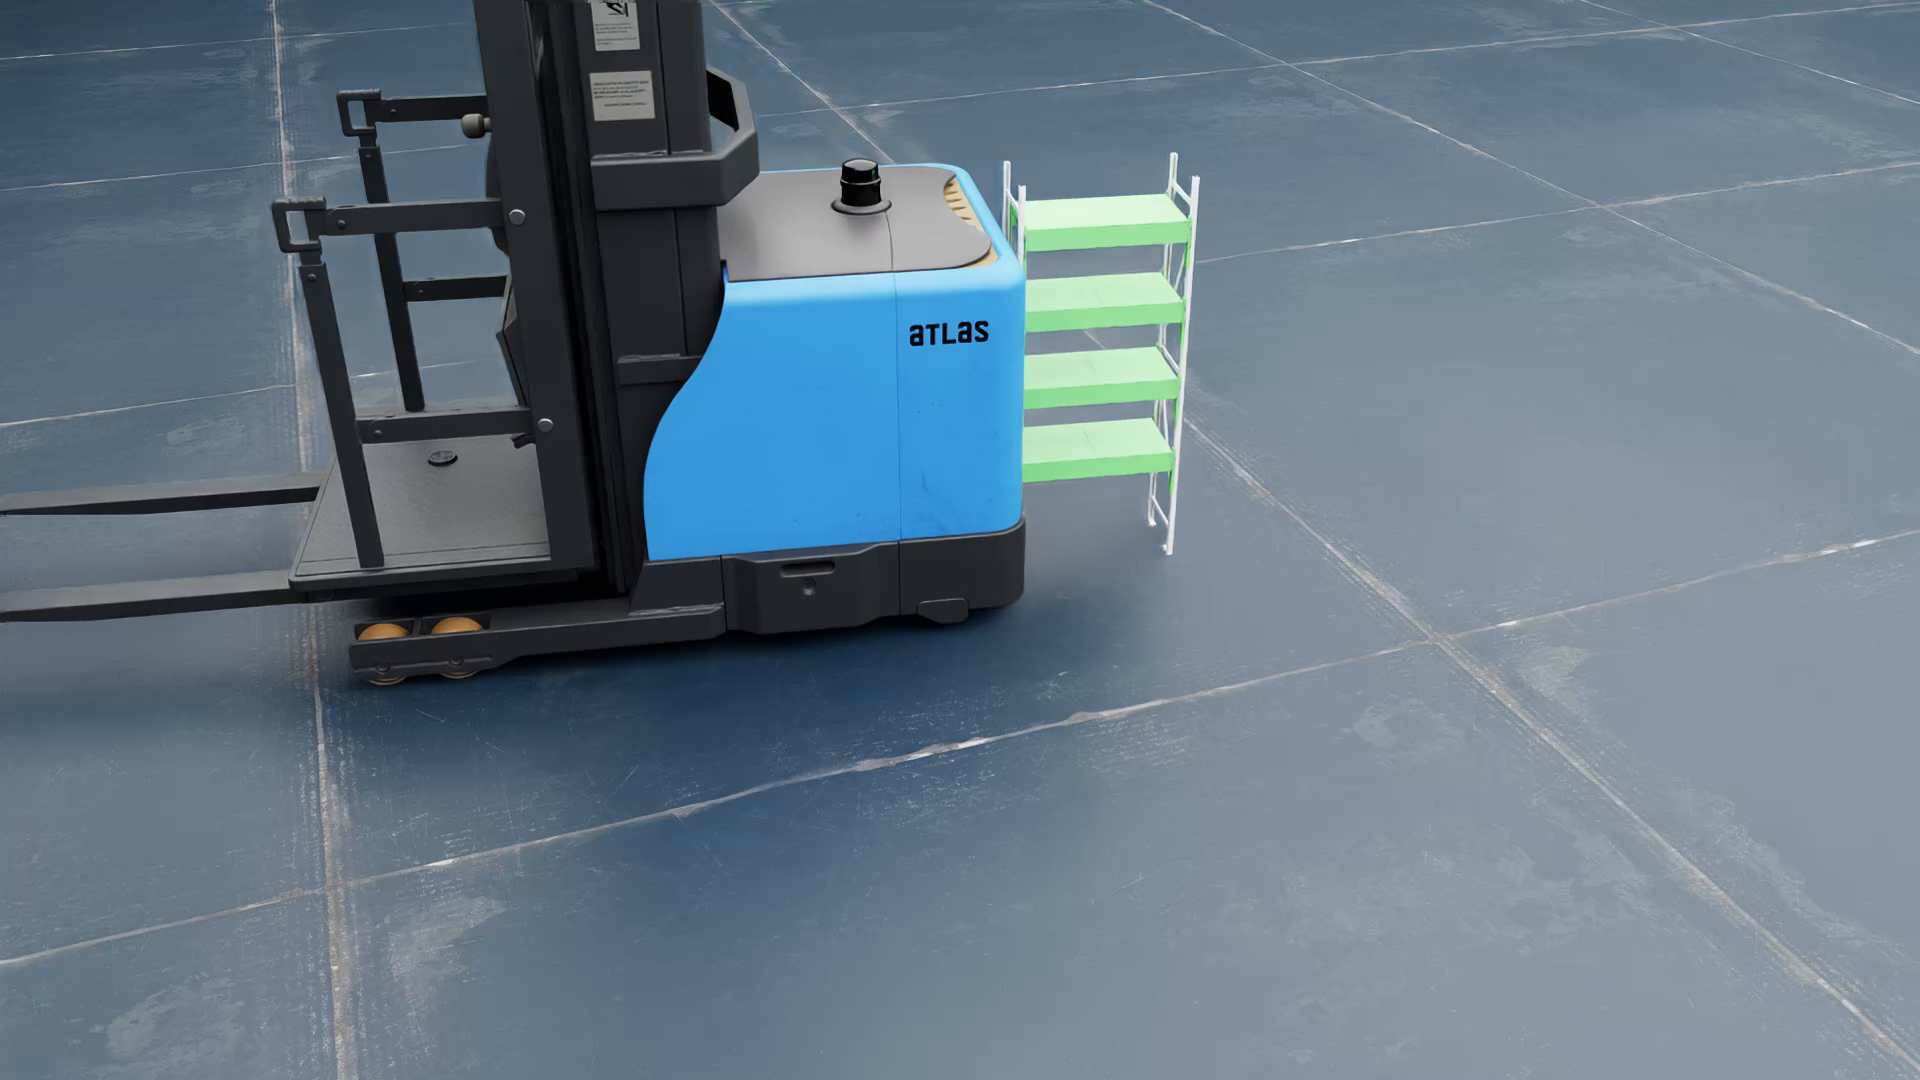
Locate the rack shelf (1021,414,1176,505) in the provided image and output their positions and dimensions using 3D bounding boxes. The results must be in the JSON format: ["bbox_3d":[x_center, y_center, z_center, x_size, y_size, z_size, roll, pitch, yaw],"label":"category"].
[{"bbox_3d":[0.391,-0.248,5.087,0.480,0.148,0.258,-5,30,-8],"label":"rack shelf"}]

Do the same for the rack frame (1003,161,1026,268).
[{"bbox_3d":[0.151,-0.492,4.902,0.015,1.200,0.240,-5,30,-8],"label":"rack frame"}]

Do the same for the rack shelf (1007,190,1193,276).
[{"bbox_3d":[0.391,-0.874,4.731,0.480,0.148,0.258,-5,30,-8],"label":"rack shelf"}]

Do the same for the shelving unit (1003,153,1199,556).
[{"bbox_3d":[0.391,-0.512,4.937,0.503,1.200,0.258,-5,30,-8],"label":"shelving unit"}]

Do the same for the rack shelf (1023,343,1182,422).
[{"bbox_3d":[0.391,-0.457,4.969,0.480,0.148,0.258,-5,30,-8],"label":"rack shelf"}]

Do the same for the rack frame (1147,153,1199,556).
[{"bbox_3d":[0.632,-0.532,4.972,0.015,1.200,0.240,-5,30,-8],"label":"rack frame"}]

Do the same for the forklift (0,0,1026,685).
[{"bbox_3d":[-1.378,-1.158,4.323,3.031,2.935,1.130,-5,30,-8],"label":"forklift"}]

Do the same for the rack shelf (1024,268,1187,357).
[{"bbox_3d":[0.391,-0.665,4.850,0.480,0.148,0.258,-5,30,-8],"label":"rack shelf"}]
